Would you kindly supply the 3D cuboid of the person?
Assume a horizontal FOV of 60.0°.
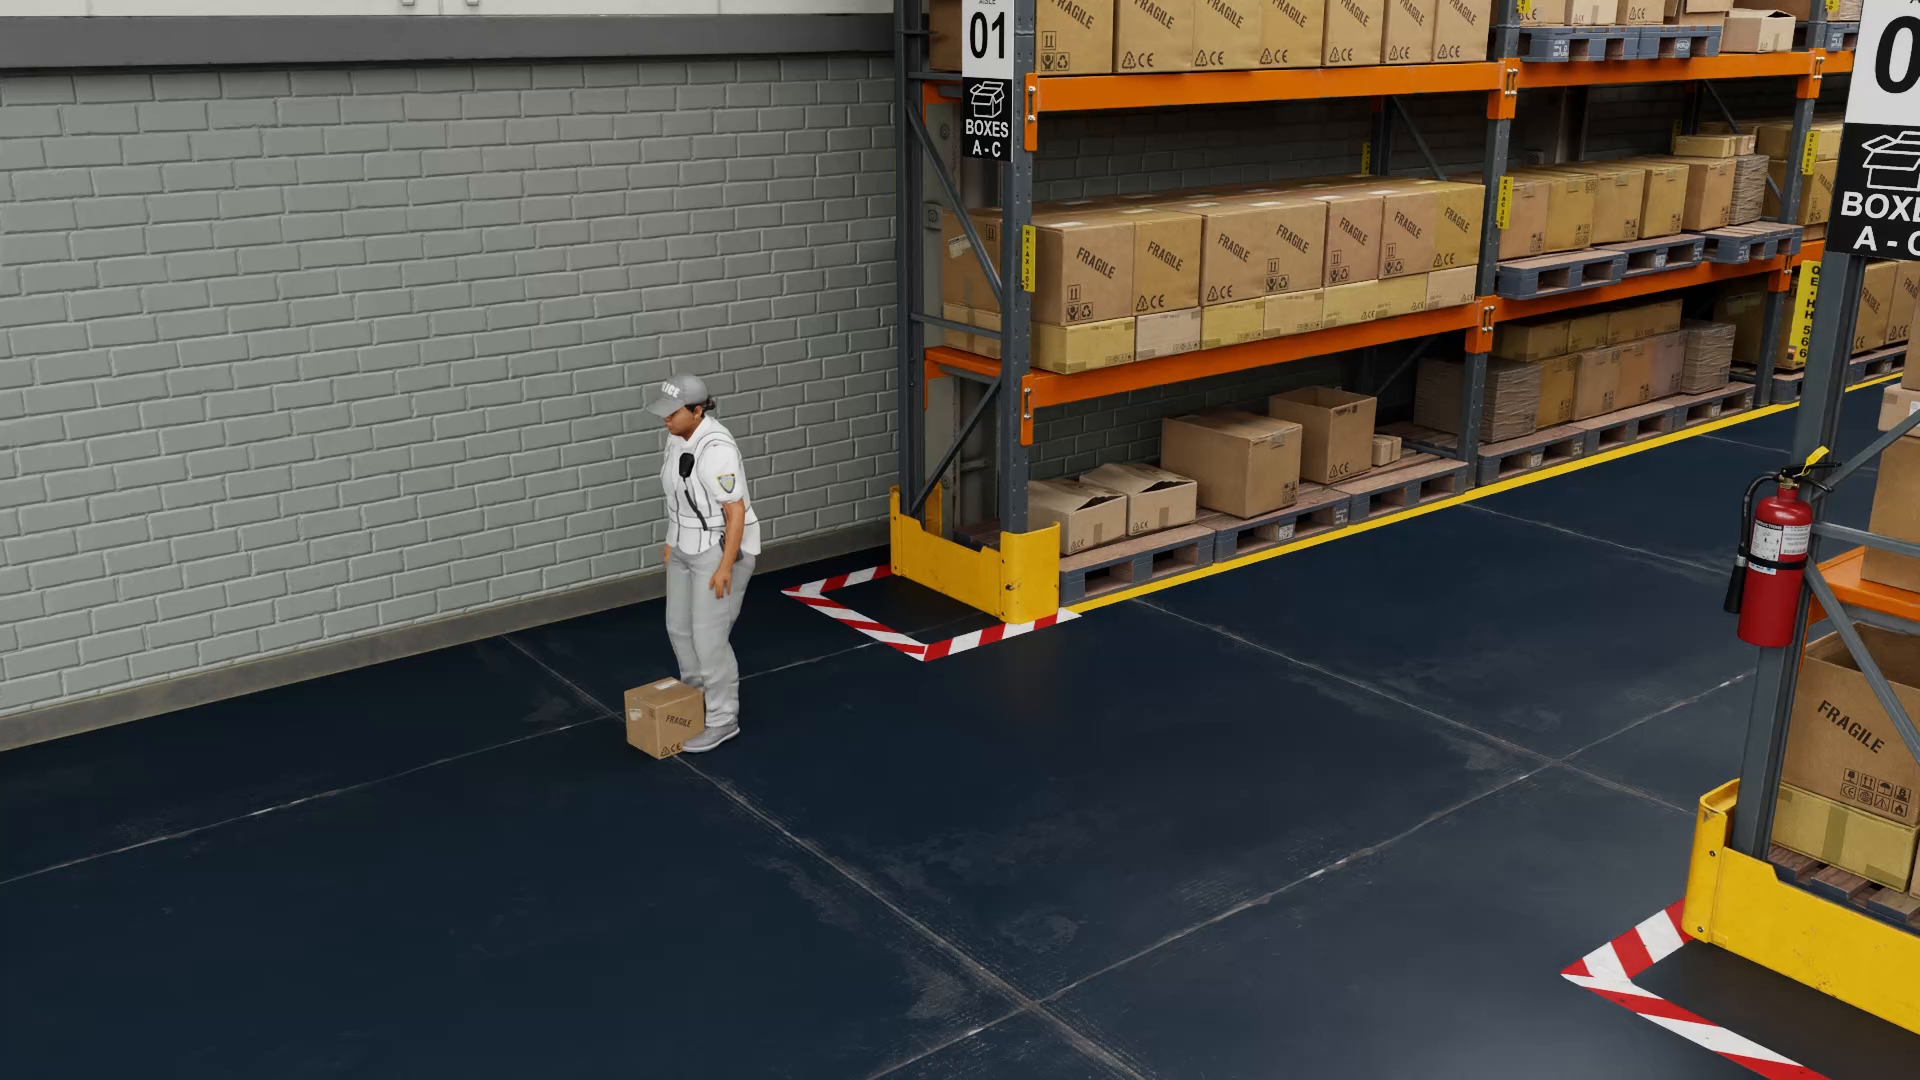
[{"bbox_3d":[-1.140,0.074,7.309,0.467,1.667,0.540,-14,22,-36],"label":"person"}]
